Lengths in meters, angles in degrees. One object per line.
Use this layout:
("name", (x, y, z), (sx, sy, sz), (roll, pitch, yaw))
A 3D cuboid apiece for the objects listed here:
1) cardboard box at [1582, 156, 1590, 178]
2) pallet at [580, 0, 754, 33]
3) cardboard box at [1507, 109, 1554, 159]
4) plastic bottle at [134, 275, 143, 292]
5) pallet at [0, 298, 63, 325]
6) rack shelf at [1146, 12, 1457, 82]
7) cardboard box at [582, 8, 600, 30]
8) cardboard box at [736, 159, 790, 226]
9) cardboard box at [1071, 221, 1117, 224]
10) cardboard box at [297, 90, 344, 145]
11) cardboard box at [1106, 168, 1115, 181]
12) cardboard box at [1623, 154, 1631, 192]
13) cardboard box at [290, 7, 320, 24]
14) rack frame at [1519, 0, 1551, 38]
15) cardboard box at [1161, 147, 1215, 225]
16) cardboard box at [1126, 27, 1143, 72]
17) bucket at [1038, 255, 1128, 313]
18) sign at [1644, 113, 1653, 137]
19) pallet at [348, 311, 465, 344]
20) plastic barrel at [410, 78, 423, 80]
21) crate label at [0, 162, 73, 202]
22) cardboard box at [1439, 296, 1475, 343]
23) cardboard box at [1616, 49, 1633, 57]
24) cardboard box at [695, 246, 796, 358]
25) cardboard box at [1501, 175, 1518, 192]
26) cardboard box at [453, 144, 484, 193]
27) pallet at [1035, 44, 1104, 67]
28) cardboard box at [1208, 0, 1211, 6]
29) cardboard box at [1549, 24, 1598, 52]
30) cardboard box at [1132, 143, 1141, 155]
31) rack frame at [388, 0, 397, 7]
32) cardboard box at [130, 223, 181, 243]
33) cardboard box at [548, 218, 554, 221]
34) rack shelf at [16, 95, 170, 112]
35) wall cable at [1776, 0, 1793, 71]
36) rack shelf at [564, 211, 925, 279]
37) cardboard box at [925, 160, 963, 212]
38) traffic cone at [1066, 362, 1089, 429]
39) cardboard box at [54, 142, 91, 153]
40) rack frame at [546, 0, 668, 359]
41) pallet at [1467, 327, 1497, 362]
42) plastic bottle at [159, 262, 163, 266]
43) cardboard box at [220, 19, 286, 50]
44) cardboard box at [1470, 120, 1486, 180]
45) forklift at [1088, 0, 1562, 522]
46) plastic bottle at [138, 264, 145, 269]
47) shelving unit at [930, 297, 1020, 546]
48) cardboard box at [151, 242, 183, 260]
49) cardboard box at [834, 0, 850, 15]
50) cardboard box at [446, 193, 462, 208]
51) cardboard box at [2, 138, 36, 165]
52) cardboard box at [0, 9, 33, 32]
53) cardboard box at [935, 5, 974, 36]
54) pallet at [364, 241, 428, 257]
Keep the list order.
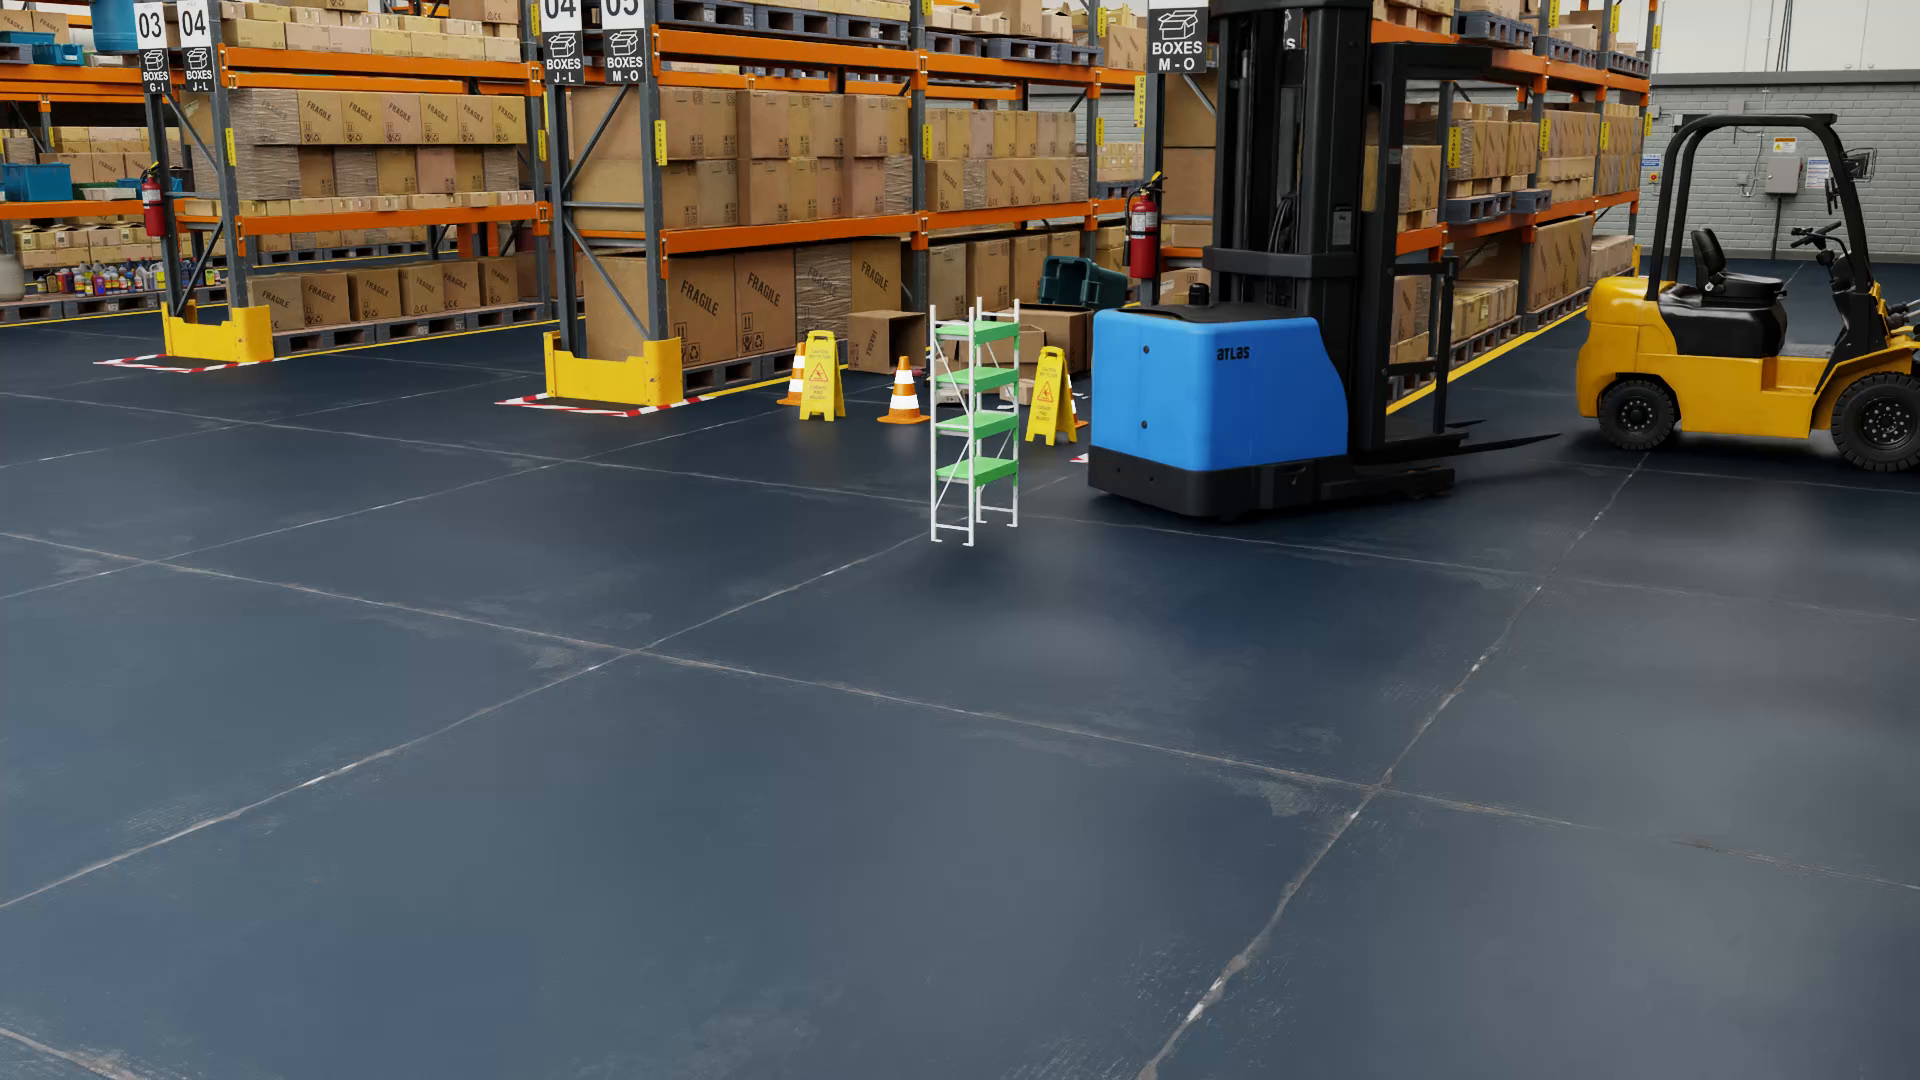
("cardboard box", (7.216, -4.459, 19.884), (0.500, 0.250, 0.500), (8, 16, 29))
("pallet", (-2.382, -4.157, 13.166), (1.003, 0.211, 1.213), (7, 15, 28))
("cardboard box", (5.971, -4.298, 17.615), (0.500, 0.500, 0.500), (7, 15, 26))
("plastic bottle", (-9.850, -3.076, 19.925), (0.097, 0.201, 0.097), (0, 14, 0))
("pallet", (-10.967, -2.564, 18.718), (1.003, 0.211, 1.213), (7, 15, 28))
("rack shelf", (2.617, -3.567, 12.065), (1.077, 0.370, 4.000), (7, 15, 28))
("cardboard box", (-4.322, -5.983, 19.435), (0.797, 0.503, 0.637), (8, 16, 30))
("cardboard box", (-1.964, -2.959, 14.086), (0.875, 0.550, 0.550), (7, 15, 28))
("cardboard box", (1.731, -3.961, 21.400), (0.500, 0.250, 0.500), (8, 16, 29))
("cardboard box", (-6.272, -4.034, 15.886), (0.500, 0.500, 0.500), (7, 15, 28))
("cardboard box", (1.659, -4.436, 20.173), (0.380, 0.149, 0.250), (8, 16, 31))
("cardboard box", (8.888, -5.043, 22.838), (0.500, 0.500, 0.500), (8, 16, 30))
("cardboard box", (-6.271, -4.937, 15.679), (0.380, 0.149, 0.250), (8, 16, 30))
("rack frame", (5.518, -6.606, 16.736), (1.000, 3.000, 0.127), (7, 15, 28))
("cardboard box", (1.672, -2.384, 11.175), (0.500, 0.500, 0.500), (7, 15, 27))
("cardboard box", (1.880, -5.927, 20.106), (0.500, 0.500, 0.500), (7, 15, 28))
("bucket", (1.155, -2.268, 15.281), (0.620, 0.611, 0.726), (1, 9, -42))
("sign", (9.854, -5.945, 23.817), (0.100, 0.325, 0.005), (7, 15, 28))
("pallet", (-5.973, -2.243, 17.388), (1.003, 0.211, 1.213), (7, 15, 28))
("plastic barrel", (-7.911, -6.857, 23.939), (0.421, 0.512, 0.421), (0, 14, 0))
("crate label", (-10.707, -4.158, 19.305), (0.502, 0.435, 0.616), (7, 15, 28))
("cardboard box", (4.180, -2.052, 15.354), (0.950, 0.372, 0.625), (9, 16, 32))
("cardboard box", (9.114, -6.722, 23.044), (0.380, 0.149, 0.250), (6, 15, 24))
("cardboard box", (-2.038, -2.087, 14.429), (0.875, 0.875, 0.875), (7, 15, 27))
("cardboard box", (5.167, -3.449, 16.081), (0.380, 0.149, 0.250), (8, 16, 29))
("cardboard box", (-5.635, -4.001, 17.883), (0.875, 0.500, 0.500), (7, 15, 28))
("pallet", (0.871, -5.458, 18.777), (1.213, 0.211, 1.003), (8, 16, 31))
("cardboard box", (1.578, -3.490, 10.744), (0.380, 0.149, 0.250), (7, 15, 28))
("cardboard box", (7.209, -5.925, 19.604), (0.500, 0.311, 0.500), (7, 15, 28))
("cardboard box", (2.037, -4.889, 20.785), (0.380, 0.149, 0.250), (8, 16, 31))
("rack frame", (-12.298, -11.054, 35.185), (1.000, 3.000, 0.127), (7, 15, 28))
("cardboard box", (-12.357, -4.730, 25.527), (0.500, 0.311, 0.500), (7, 15, 28))
("cardboard box", (-8.007, -6.436, 33.226), (0.500, 0.500, 0.500), (7, 15, 28))
("rack shelf", (-15.198, -8.015, 30.514), (1.077, 0.370, 4.000), (7, 15, 28))
("wall cable", (14.966, -9.056, 26.815), (2.988, 3.039, 0.133), (7, 15, 28))
("rack shelf", (-1.765, -2.649, 14.657), (1.077, 0.370, 4.000), (7, 15, 28))
("cardboard box", (-0.308, -3.535, 16.584), (0.500, 0.500, 0.500), (8, 15, 29))
("traffic cone", (0.729, -1.050, 11.900), (0.336, 0.463, 0.334), (7, 15, 28))
("cardboard box", (-15.706, -6.770, 29.324), (0.500, 0.500, 0.500), (8, 16, 30))
("rack frame", (-2.731, -2.589, 12.871), (1.000, 3.000, 0.127), (7, 15, 28))
("pallet", (4.548, -1.925, 16.067), (1.003, 0.211, 1.213), (7, 15, 28))
("plastic bottle", (-10.097, -3.358, 20.934), (0.152, 0.276, 0.135), (8, 16, 30))
("cardboard box", (-6.565, -4.626, 15.243), (0.500, 0.250, 0.500), (8, 16, 30))
("cardboard box", (4.304, -3.433, 14.630), (0.500, 0.500, 0.500), (7, 15, 28))
("forklift", (2.263, -1.754, 9.556), (3.031, 2.935, 1.130), (-8, 16, -30))
("plastic bottle", (-10.144, -3.279, 20.616), (0.097, 0.271, 0.097), (0, 14, 0))
("shelving unit", (0.080, -0.617, 8.534), (0.258, 1.200, 0.503), (7, 15, 28))
("cardboard box", (-12.360, -4.459, 25.599), (0.500, 0.250, 0.500), (8, 16, 29))
("cardboard box", (-1.185, -4.679, 14.567), (0.380, 0.149, 0.250), (8, 16, 29))
("cardboard box", (-5.500, -3.598, 17.592), (0.380, 0.149, 0.250), (7, 15, 28))
("cardboard box", (-16.384, -6.661, 28.612), (0.700, 0.500, 0.500), (5, 15, 21))
("cardboard box", (-13.428, -7.191, 23.386), (0.500, 0.500, 0.500), (8, 15, 29))
("cardboard box", (-0.143, -5.462, 17.468), (0.500, 0.311, 0.500), (7, 15, 26))
("pallet", (-10.254, -5.230, 29.776), (1.003, 0.211, 1.213), (7, 15, 28))
